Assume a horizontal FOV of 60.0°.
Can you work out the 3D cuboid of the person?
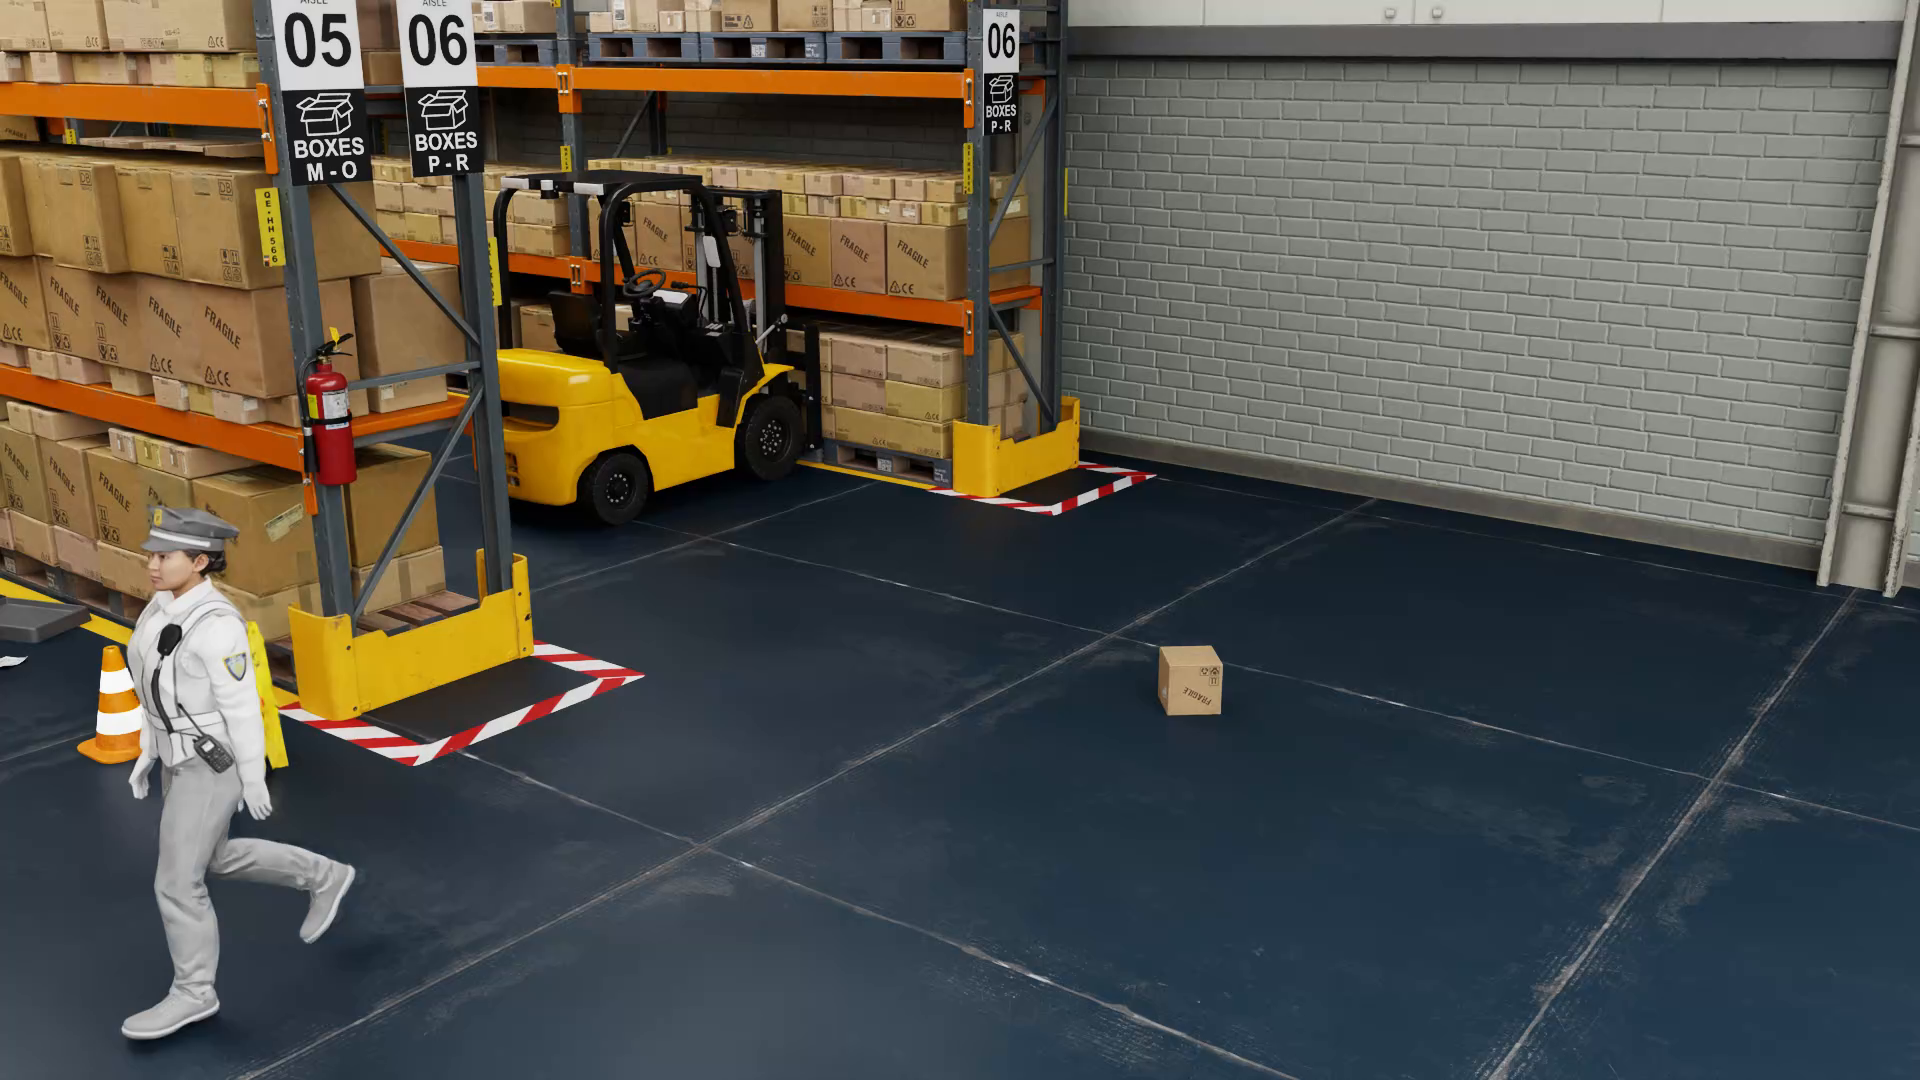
[{"bbox_3d":[-2.327,0.669,5.222,0.814,1.660,0.475,-14,22,-39],"label":"person"}]
